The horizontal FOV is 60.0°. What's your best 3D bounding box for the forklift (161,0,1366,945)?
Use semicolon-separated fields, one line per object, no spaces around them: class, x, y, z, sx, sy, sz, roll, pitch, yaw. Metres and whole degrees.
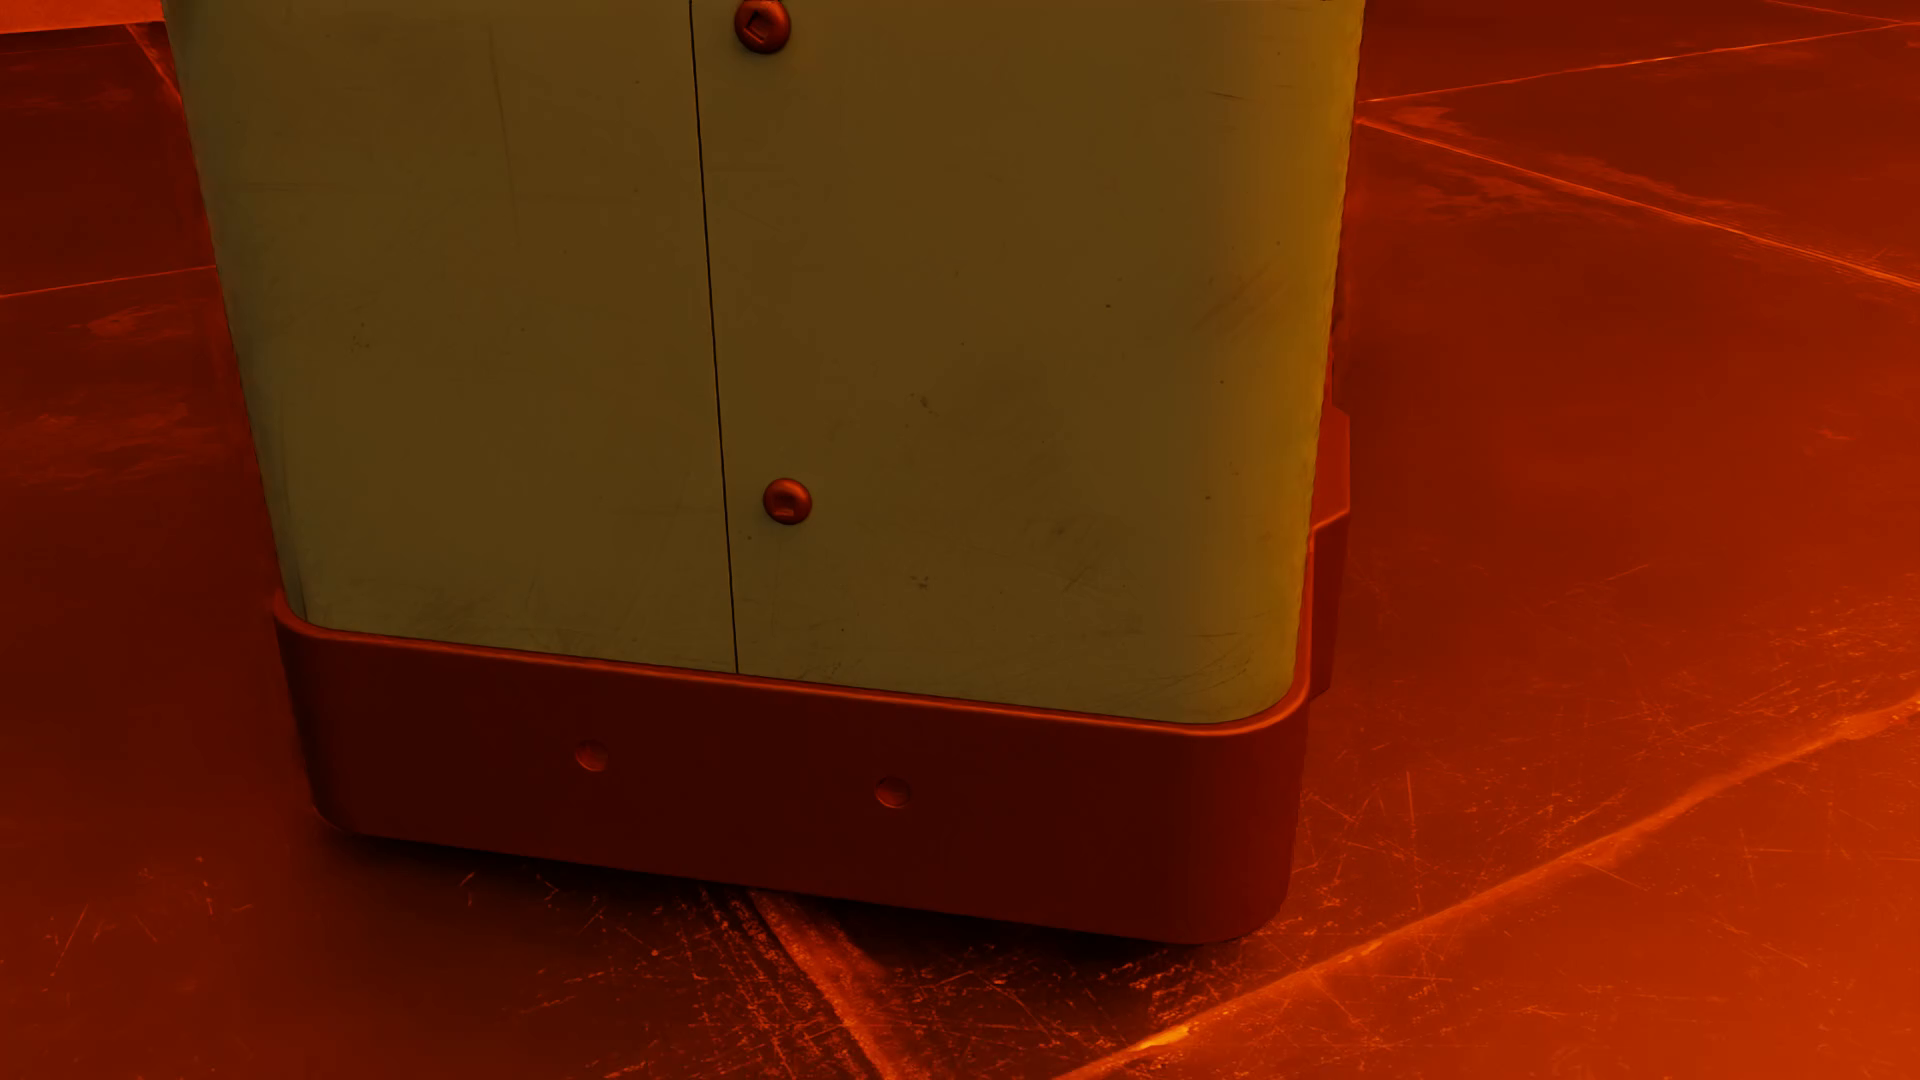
forklift;0.095;-1.568;2.350;1.130;2.935;3.031;5;27;10
